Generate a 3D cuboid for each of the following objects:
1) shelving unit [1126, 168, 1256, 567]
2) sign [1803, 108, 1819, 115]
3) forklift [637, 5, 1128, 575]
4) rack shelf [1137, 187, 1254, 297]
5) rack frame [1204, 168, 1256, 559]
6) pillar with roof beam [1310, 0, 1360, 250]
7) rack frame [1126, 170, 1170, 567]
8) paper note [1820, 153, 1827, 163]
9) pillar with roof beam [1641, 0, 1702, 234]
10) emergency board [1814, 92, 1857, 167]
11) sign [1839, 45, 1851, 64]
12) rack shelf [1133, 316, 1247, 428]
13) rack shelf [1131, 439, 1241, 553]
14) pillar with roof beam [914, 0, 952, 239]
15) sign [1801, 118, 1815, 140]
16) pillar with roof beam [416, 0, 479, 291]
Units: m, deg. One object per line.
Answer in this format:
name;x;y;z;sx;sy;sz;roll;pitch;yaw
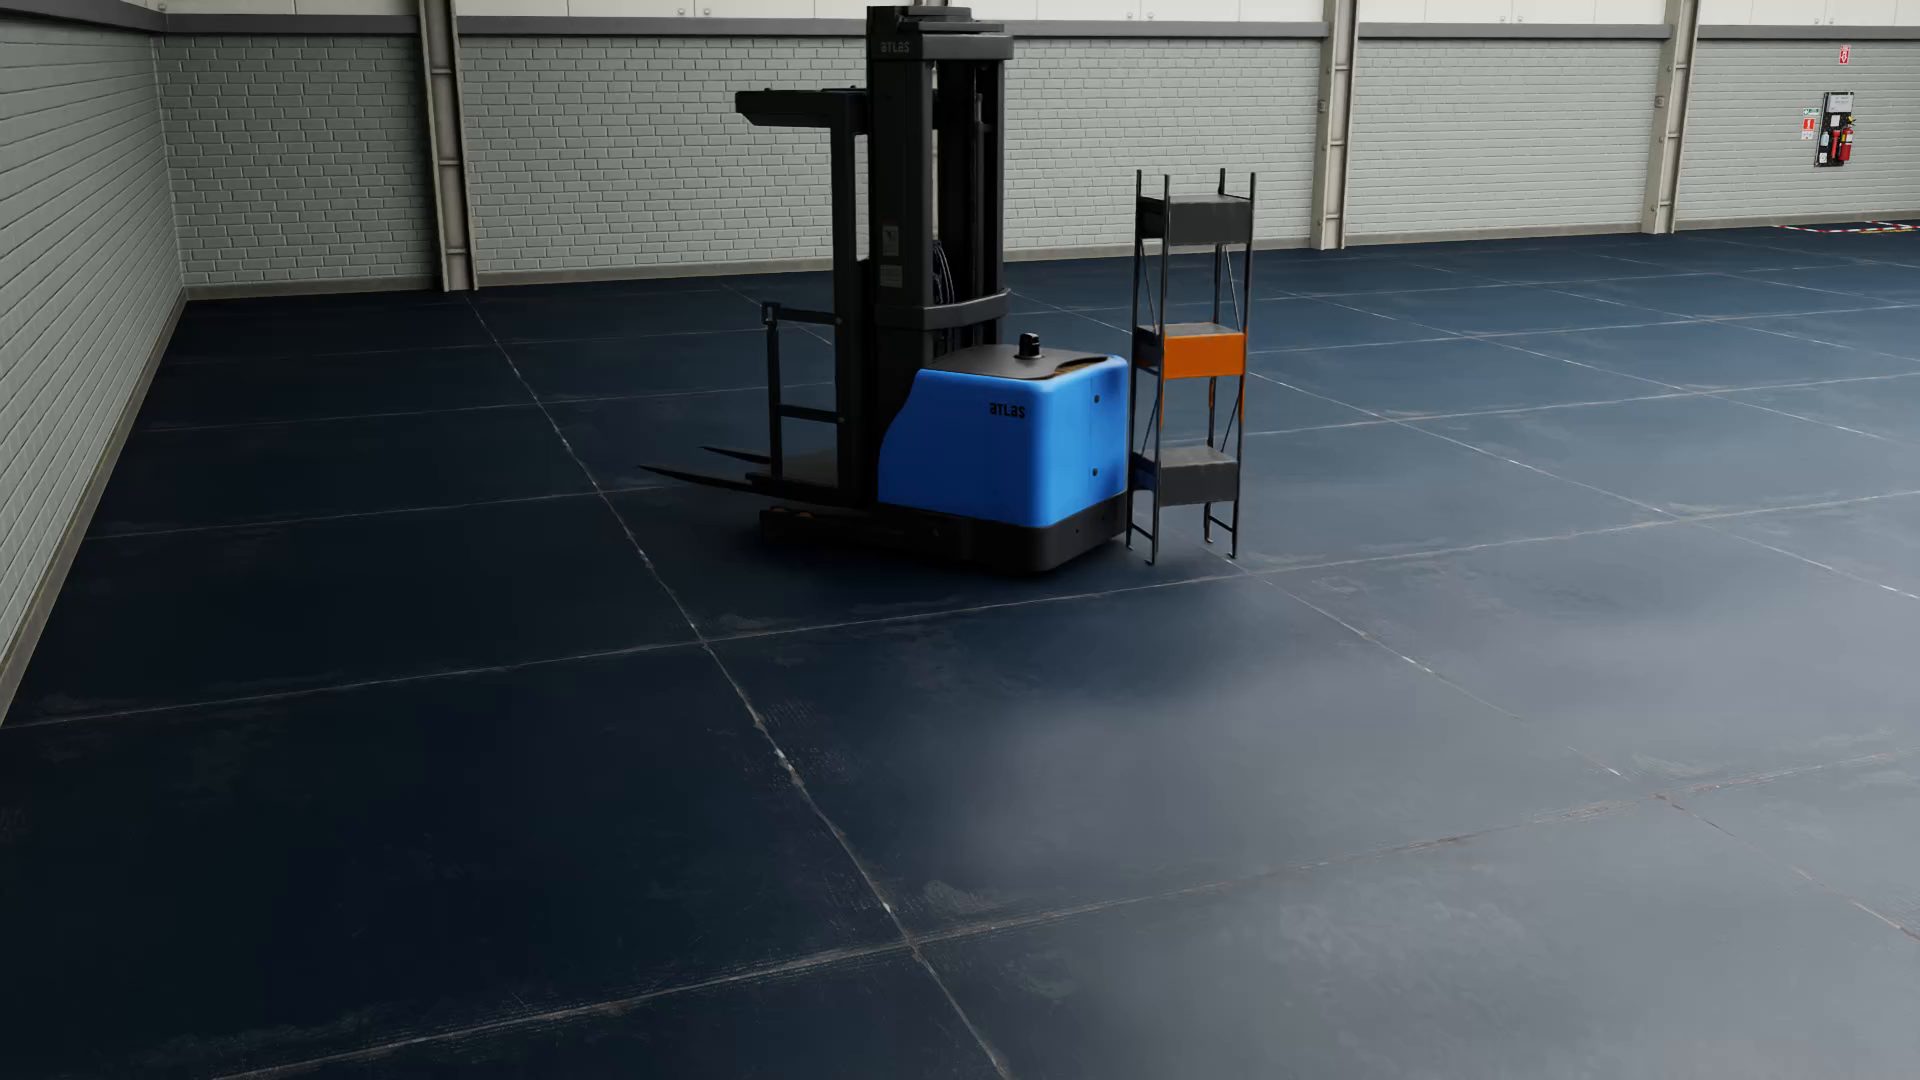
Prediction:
shelving unit;1.243;-0.936;9.060;0.503;2.100;0.431;-5;17;-16
sign;13.604;-6.843;26.574;0.331;0.109;0.001;-6;17;-20
forklift;-0.566;-1.511;9.543;3.031;2.935;1.130;10;19;31
rack shelf;1.243;-1.595;8.867;0.480;0.518;0.431;-5;17;-16
rack frame;1.476;-0.957;9.129;0.015;2.100;0.400;-5;17;-16
pillar with roof beam;6.806;-7.377;18.750;0.400;9.000;9.100;-6;17;-20
rack frame;1.009;-0.916;8.991;0.015;2.100;0.400;-5;17;-16
paper note;13.959;-6.180;26.883;0.142;0.148;0.016;-6;17;-20
pillar with roof beam;12.408;-7.982;20.810;0.400;9.000;9.100;-6;17;-20
emergency board;14.149;-6.602;26.758;0.643;1.169;0.194;-6;17;-20
sign;14.106;-7.740;26.518;0.199;0.298;0.001;-6;17;-20
rack shelf;1.243;-0.923;9.064;0.480;0.518;0.431;-5;17;-16
rack shelf;1.243;-0.252;9.261;0.480;0.518;0.431;-5;17;-16
pillar with roof beam;1.203;-6.773;16.690;0.400;9.000;9.100;-6;17;-20
sign;13.596;-6.591;26.655;0.234;0.329;0.001;-6;17;-20
pillar with roof beam;-4.400;-6.168;14.630;0.400;9.000;9.100;-6;17;-20
